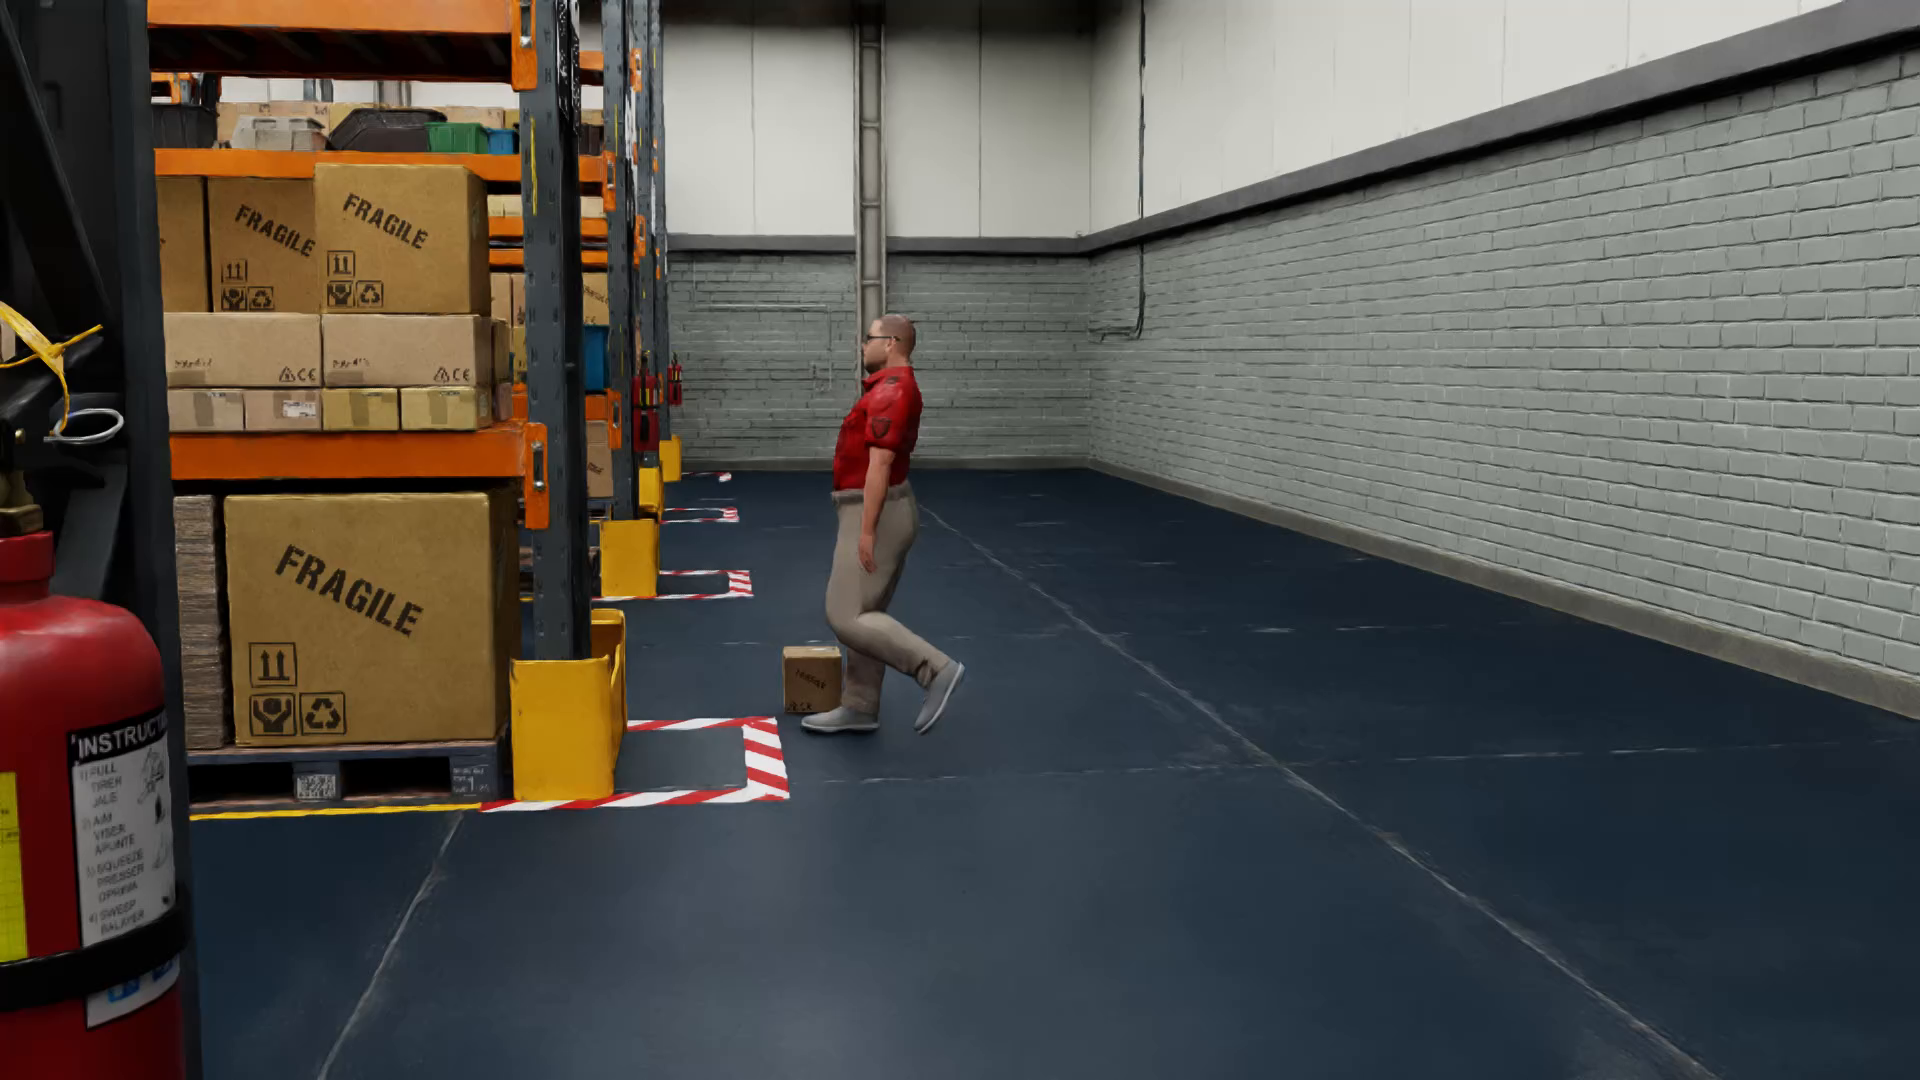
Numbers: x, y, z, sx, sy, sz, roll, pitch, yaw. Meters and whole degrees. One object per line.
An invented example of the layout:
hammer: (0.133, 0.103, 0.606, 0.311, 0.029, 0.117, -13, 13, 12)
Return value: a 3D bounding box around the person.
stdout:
person: (-0.327, -0.053, 6.744, 0.687, 1.711, 0.552, 1, 6, 6)
